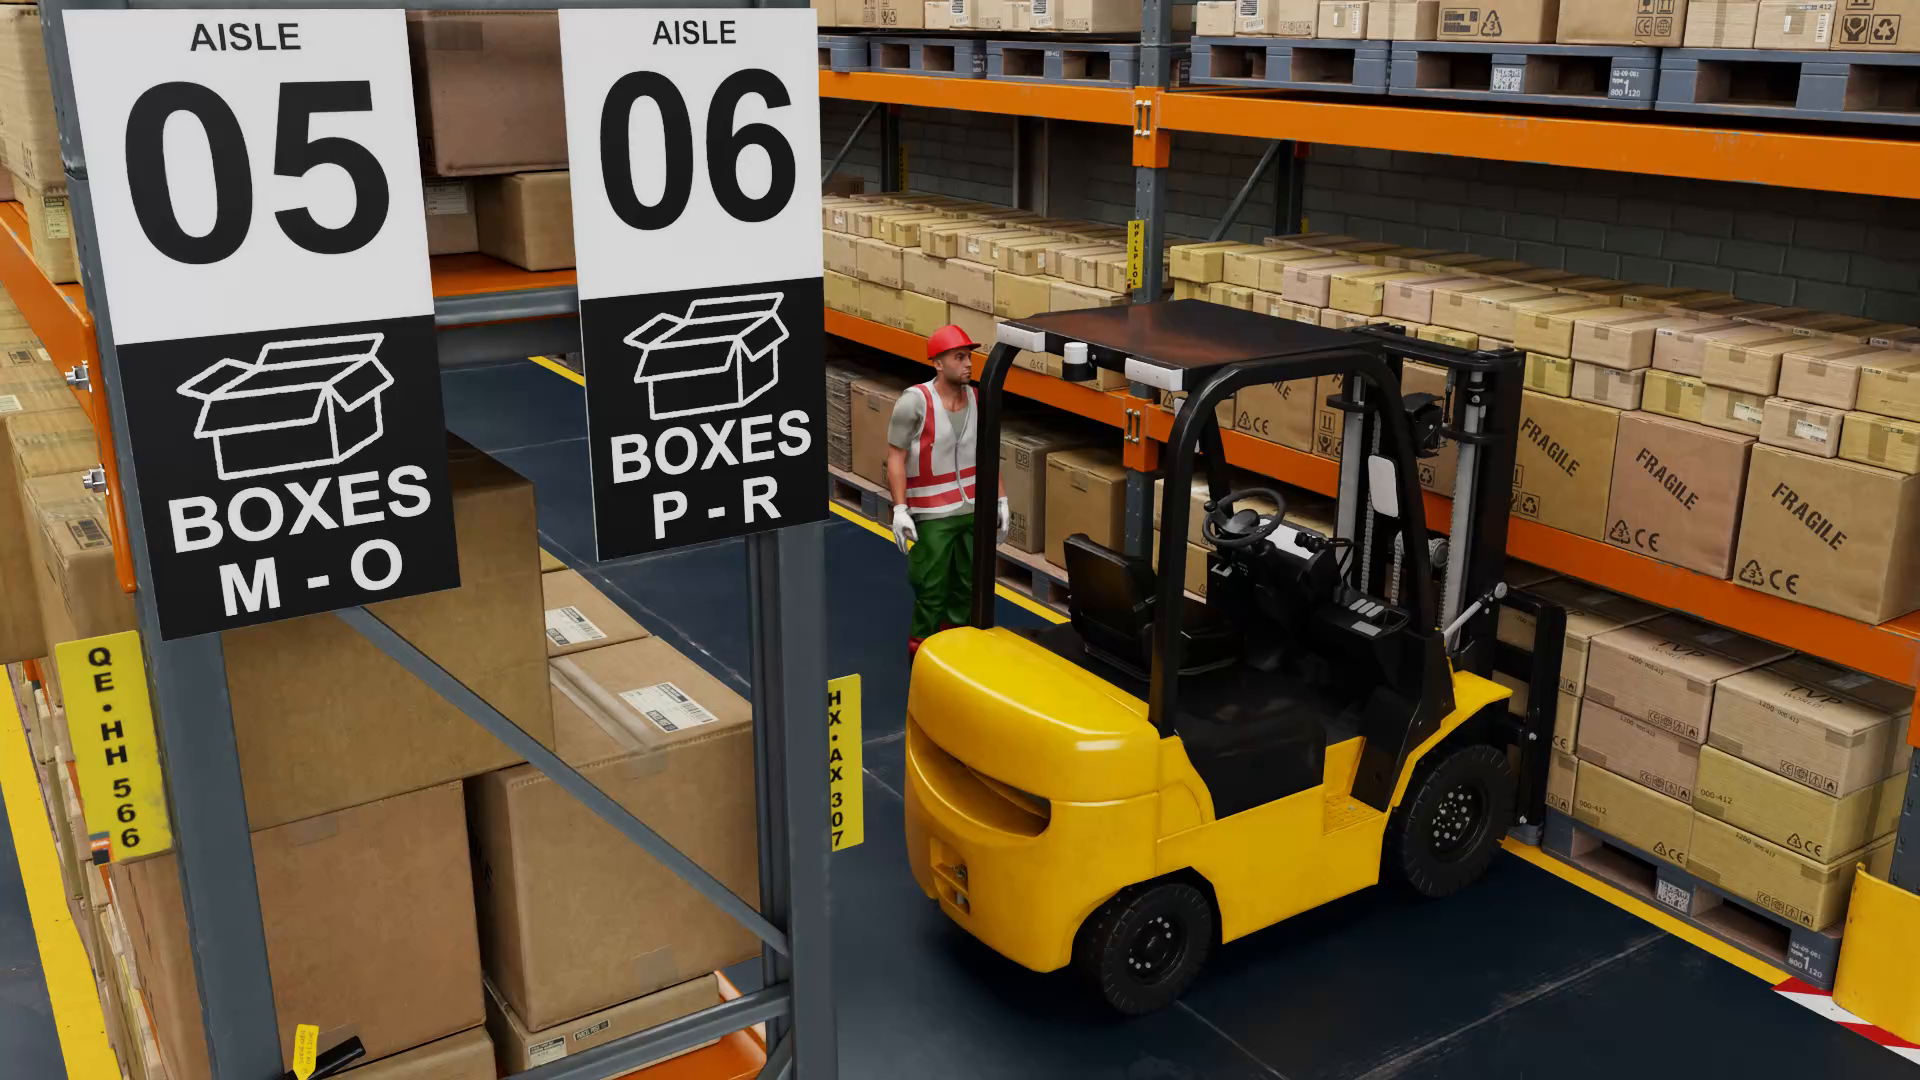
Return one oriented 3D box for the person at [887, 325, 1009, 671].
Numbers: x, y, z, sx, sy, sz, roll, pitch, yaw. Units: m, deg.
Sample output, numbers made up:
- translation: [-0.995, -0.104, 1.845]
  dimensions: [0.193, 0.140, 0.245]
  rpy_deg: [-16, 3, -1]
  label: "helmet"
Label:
- translation: [-0.014, -0.094, 7.773]
  dimensions: [0.638, 1.788, 0.564]
  rpy_deg: [-11, 21, -31]
  label: "person"
